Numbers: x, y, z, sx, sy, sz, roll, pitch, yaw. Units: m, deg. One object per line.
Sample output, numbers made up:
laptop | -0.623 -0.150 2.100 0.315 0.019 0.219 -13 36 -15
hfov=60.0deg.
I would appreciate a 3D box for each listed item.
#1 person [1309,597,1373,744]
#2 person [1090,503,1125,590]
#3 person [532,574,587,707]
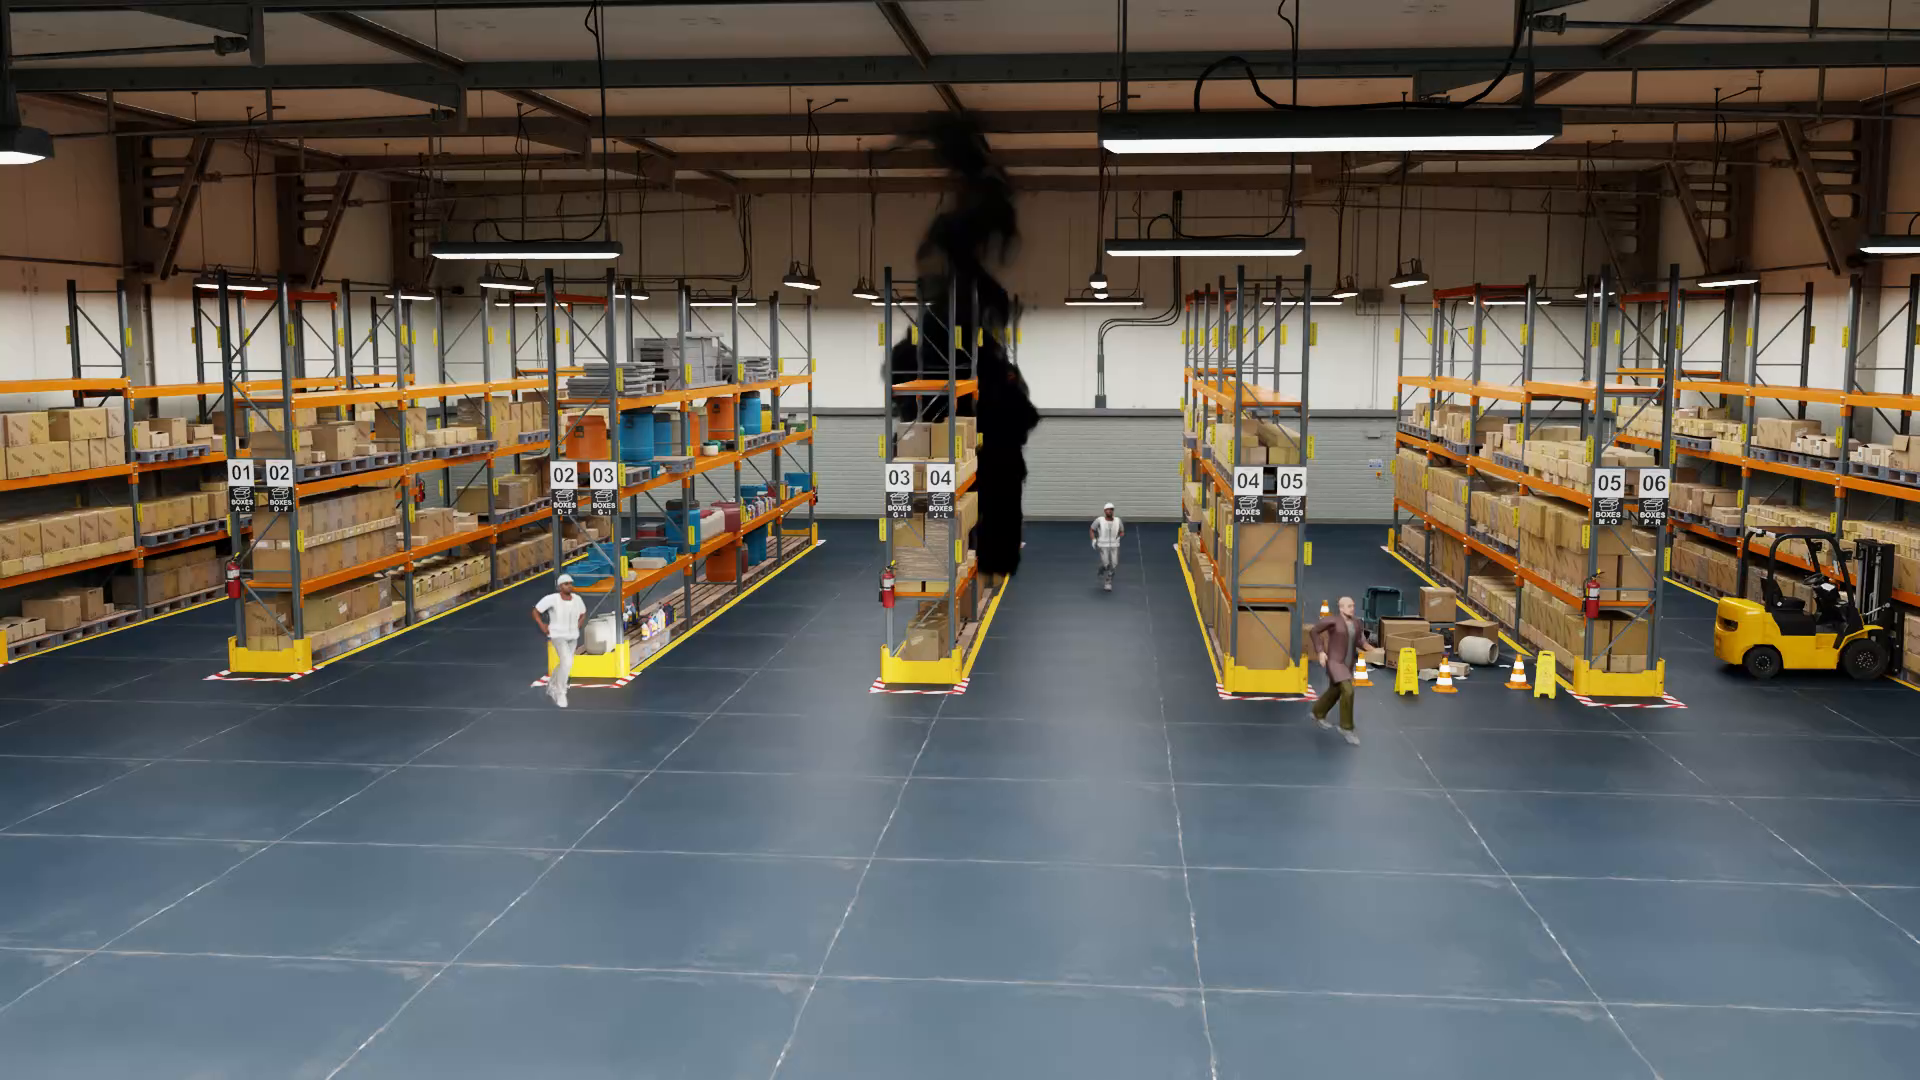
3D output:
person | 4.760 1.625 20.898 0.622 1.776 0.977 -5 9 -38
person | 2.950 0.141 32.914 0.677 1.734 0.584 -1 7 -10
person | -5.442 1.375 22.871 0.644 1.825 0.722 6 9 42
